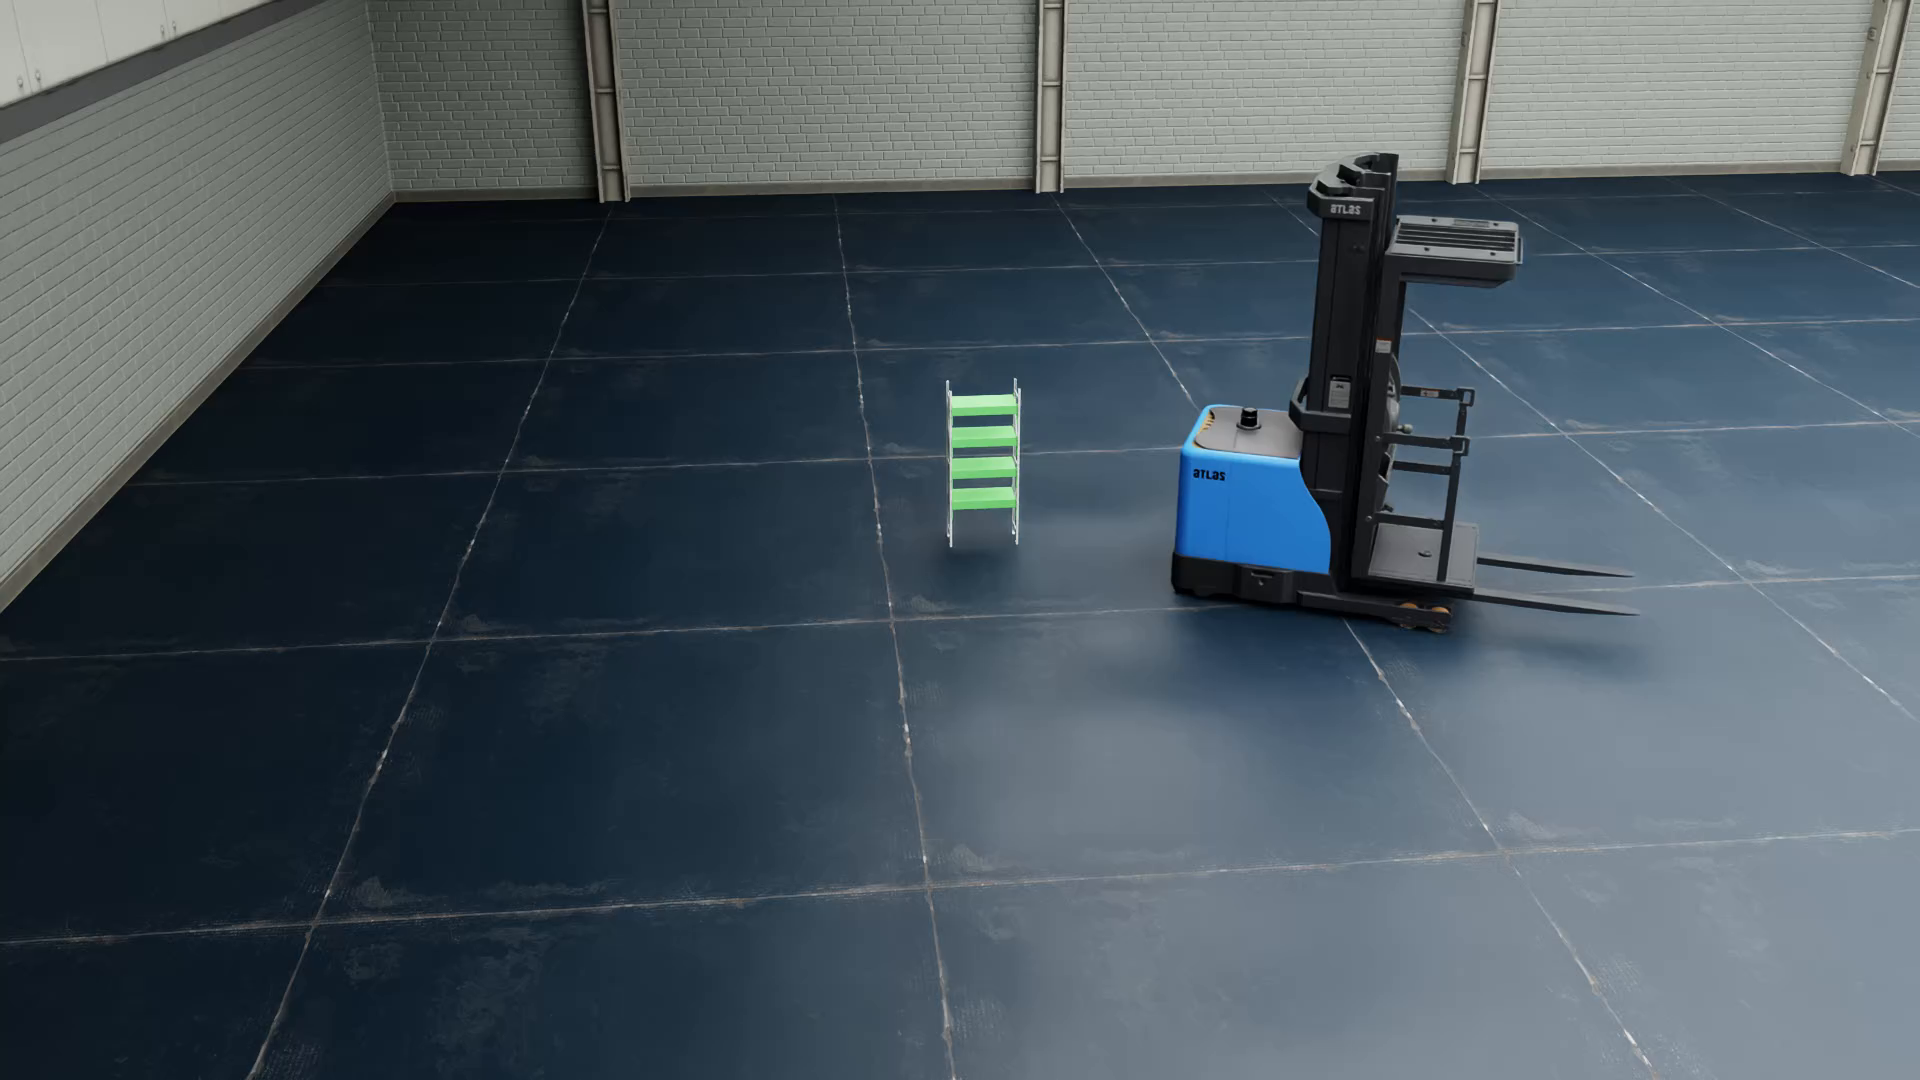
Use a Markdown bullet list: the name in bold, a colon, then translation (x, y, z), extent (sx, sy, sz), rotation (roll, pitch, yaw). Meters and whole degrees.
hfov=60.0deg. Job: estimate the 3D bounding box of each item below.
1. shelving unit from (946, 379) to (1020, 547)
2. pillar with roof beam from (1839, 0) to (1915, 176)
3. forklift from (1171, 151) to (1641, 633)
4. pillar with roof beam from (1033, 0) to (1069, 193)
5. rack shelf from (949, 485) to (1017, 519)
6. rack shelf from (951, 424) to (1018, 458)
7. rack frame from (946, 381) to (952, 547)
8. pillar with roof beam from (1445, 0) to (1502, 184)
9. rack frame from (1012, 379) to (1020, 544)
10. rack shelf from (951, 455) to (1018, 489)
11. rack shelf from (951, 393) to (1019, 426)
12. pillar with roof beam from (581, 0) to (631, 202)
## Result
- **shelving unit**: translation (0.165, -0.555, 12.081), extent (0.503, 1.200, 0.258), rotation (-2, 24, -5)
- **pillar with roof beam**: translation (13.603, -7.761, 18.693), extent (0.400, 9.000, 9.100), rotation (-2, 24, -5)
- **forklift**: translation (3.032, -0.972, 10.888), extent (3.031, 2.935, 1.130), rotation (7, 25, 16)
- **pillar with roof beam**: translation (1.661, -7.282, 17.615), extent (0.400, 9.000, 9.100), rotation (-2, 24, -5)
- **rack shelf**: translation (0.165, -0.277, 12.205), extent (0.480, 0.148, 0.258), rotation (-2, 24, -5)
- **rack shelf**: translation (0.165, -0.716, 12.010), extent (0.480, 0.148, 0.258), rotation (-2, 24, -5)
- **rack frame**: translation (-0.078, -0.545, 12.060), extent (0.015, 1.200, 0.240), rotation (-2, 24, -5)
- **pillar with roof beam**: translation (7.632, -7.522, 18.154), extent (0.400, 9.000, 9.100), rotation (-2, 24, -5)
- **rack frame**: translation (0.408, -0.565, 12.103), extent (0.015, 1.200, 0.240), rotation (-2, 24, -5)
- **rack shelf**: translation (0.165, -0.496, 12.107), extent (0.480, 0.148, 0.258), rotation (-2, 24, -5)
- **rack shelf**: translation (0.165, -0.935, 11.912), extent (0.480, 0.148, 0.258), rotation (-2, 24, -5)
- **pillar with roof beam**: translation (-4.310, -7.043, 17.076), extent (0.400, 9.000, 9.100), rotation (-2, 24, -5)
